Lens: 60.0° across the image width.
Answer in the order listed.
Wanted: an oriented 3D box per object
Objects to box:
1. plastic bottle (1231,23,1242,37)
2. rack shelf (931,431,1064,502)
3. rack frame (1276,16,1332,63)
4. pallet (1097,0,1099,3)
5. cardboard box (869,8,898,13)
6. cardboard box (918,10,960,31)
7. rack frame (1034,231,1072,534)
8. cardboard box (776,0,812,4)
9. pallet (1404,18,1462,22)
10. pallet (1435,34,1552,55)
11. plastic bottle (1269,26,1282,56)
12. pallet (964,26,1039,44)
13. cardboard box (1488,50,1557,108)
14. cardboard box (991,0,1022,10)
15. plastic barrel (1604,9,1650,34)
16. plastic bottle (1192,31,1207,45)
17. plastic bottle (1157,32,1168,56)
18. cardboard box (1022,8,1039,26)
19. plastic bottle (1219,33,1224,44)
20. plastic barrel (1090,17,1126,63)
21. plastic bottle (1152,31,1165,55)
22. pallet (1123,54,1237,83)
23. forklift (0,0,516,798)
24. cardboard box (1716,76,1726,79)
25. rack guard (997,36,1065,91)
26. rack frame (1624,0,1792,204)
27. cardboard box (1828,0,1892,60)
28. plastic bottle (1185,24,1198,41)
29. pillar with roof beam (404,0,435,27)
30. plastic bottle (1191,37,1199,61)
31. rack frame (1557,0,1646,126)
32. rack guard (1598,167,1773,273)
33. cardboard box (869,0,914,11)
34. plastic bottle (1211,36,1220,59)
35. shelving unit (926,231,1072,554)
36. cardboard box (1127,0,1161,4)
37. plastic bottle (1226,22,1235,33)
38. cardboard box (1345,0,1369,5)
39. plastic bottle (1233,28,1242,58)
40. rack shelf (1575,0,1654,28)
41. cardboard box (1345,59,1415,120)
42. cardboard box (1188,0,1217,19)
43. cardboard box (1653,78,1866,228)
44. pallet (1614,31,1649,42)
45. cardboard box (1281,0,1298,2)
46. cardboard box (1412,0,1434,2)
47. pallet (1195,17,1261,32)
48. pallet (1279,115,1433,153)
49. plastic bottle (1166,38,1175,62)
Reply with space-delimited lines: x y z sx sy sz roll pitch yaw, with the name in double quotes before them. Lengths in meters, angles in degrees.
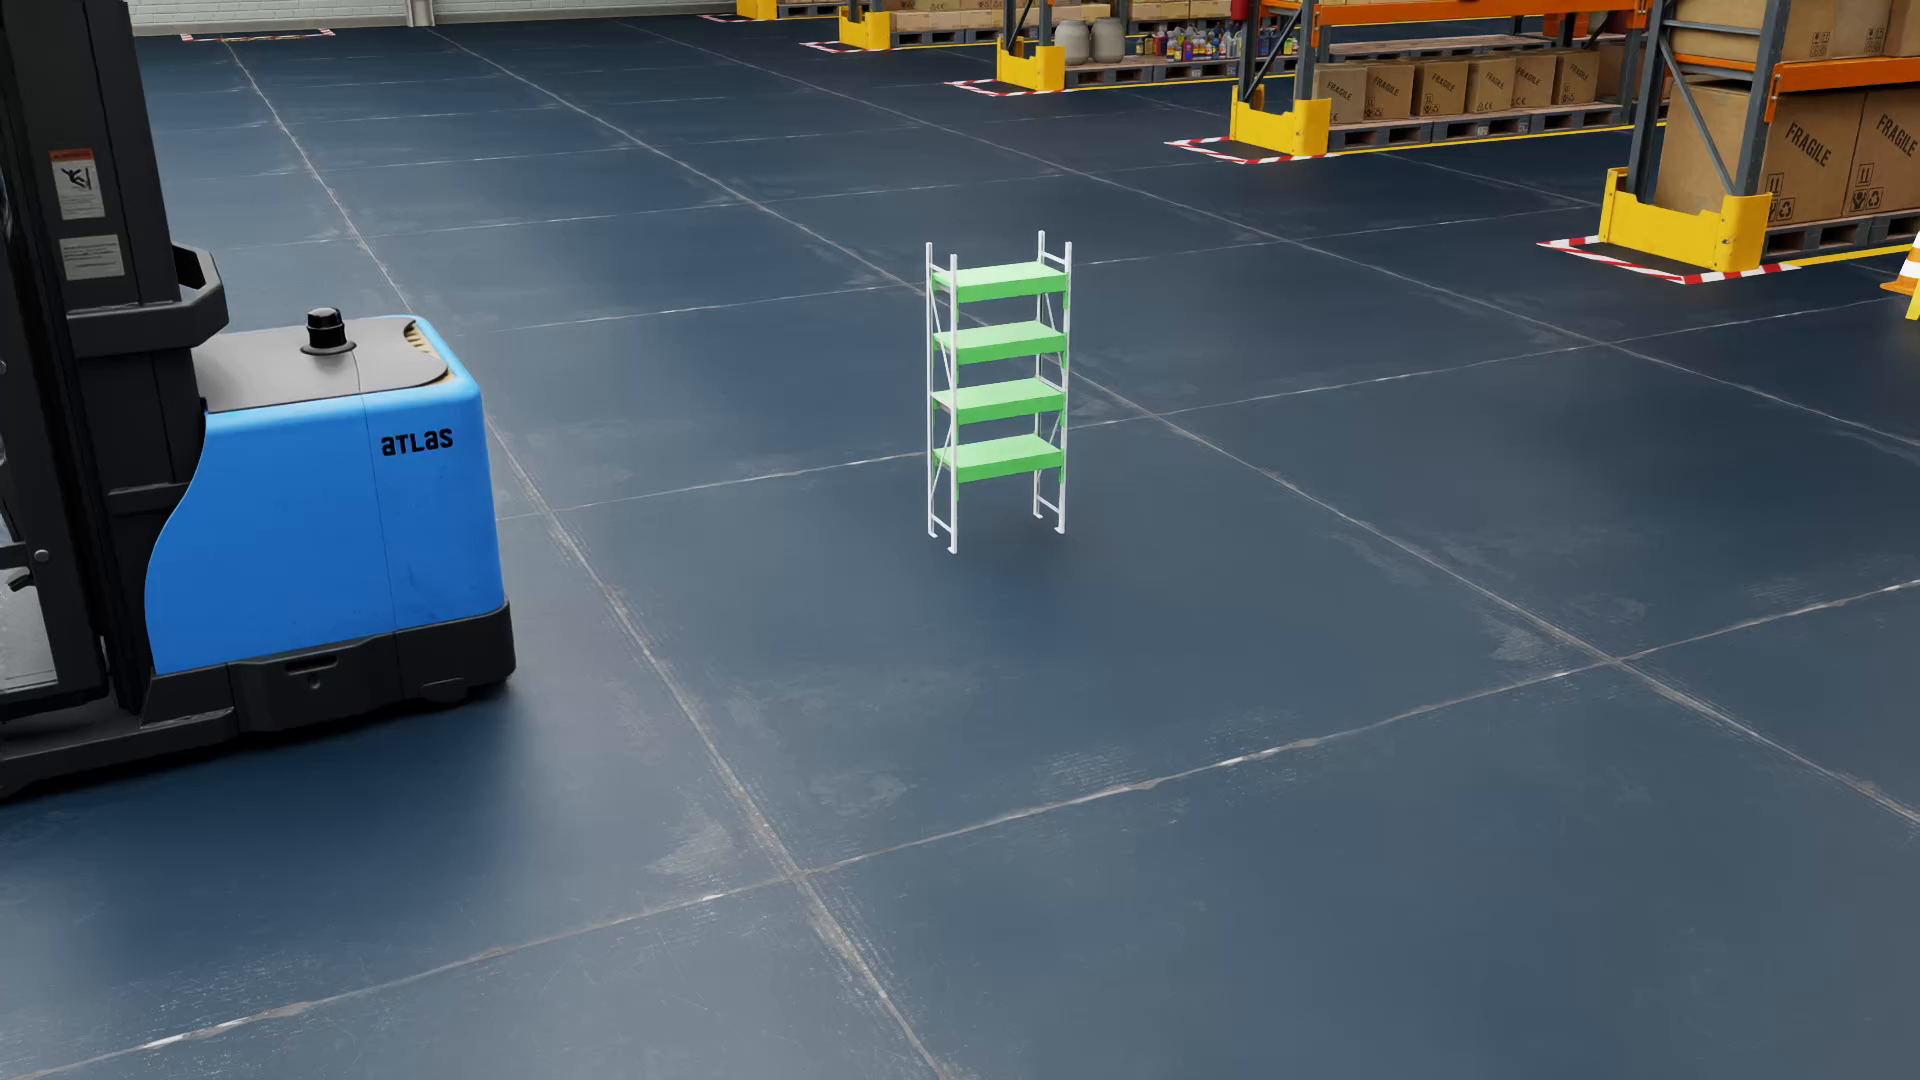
"plastic bottle" 3.550 -6.419 21.224 0.185 0.351 0.144 -10 25 -24
"rack shelf" 0.149 -0.301 6.703 0.480 0.148 0.258 -10 25 -24
"rack frame" 4.394 -7.481 20.900 0.127 3.000 1.000 -10 25 -24
"pallet" 1.899 -9.940 30.487 1.213 0.211 1.003 -10 25 -24
"cardboard box" -1.000 -7.639 24.329 0.500 0.250 0.500 -10 25 -24
"cardboard box" -0.326 -7.545 24.101 0.500 0.250 0.500 -10 25 -24
"rack frame" 0.369 -0.622 6.685 0.015 1.200 0.240 -10 25 -24
"cardboard box" -2.844 -9.276 28.177 0.500 0.311 0.500 -14 26 -30
"pallet" 7.641 -8.875 27.914 1.213 0.211 1.003 -10 25 -24
"pallet" 7.284 -6.741 22.758 1.213 0.211 1.003 -10 25 -24
"plastic bottle" 3.939 -6.254 20.824 0.185 0.351 0.144 -11 25 -25
"pallet" 0.414 -7.579 24.782 1.213 0.211 1.003 -10 25 -24
"cardboard box" 5.652 -4.663 16.811 0.500 0.500 0.500 -3 23 -7
"cardboard box" 0.578 -8.055 24.353 0.500 0.500 0.500 -10 25 -24
"plastic barrel" 9.450 -7.498 23.546 0.708 0.588 0.600 -10 25 -24
"plastic bottle" 3.021 -6.286 20.999 0.135 0.276 0.152 -10 25 -24
"plastic bottle" 2.541 -6.217 20.823 0.133 0.283 0.061 -10 25 -24
"cardboard box" 1.028 -7.792 24.698 0.500 0.250 0.500 -10 25 -24
"plastic bottle" 3.280 -6.148 20.657 0.133 0.283 0.061 -10 25 -24
"plastic barrel" 1.802 -6.080 20.221 0.421 0.512 0.421 0 22 0
"plastic bottle" 2.494 -6.250 20.913 0.135 0.276 0.152 -10 25 -23
"pallet" 2.670 -5.891 20.706 1.213 0.211 1.003 -10 25 -24
"forklift" -3.030 -0.760 4.753 3.031 2.935 1.130 -11 25 -24
"cardboard box" 8.047 -5.082 17.798 0.500 0.500 0.700 -13 26 -28
"rack guard" 0.838 -5.691 19.845 0.348 0.500 1.175 -10 25 -24
"rack frame" 4.998 -3.384 11.003 0.127 3.000 1.000 -10 25 -24
"cardboard box" 5.799 -3.629 11.400 0.550 0.550 0.875 -10 25 -24
"plastic bottle" 2.934 -6.367 21.098 0.185 0.351 0.144 -11 25 -24
"pillar with roof beam" -6.790 -10.939 21.410 0.400 9.000 9.100 -10 25 -24
"plastic bottle" 2.868 -6.010 20.339 0.097 0.271 0.097 0 22 0
"rack frame" 6.543 -5.774 16.776 0.127 3.000 1.000 -10 25 -24
"rack guard" 4.977 -2.225 11.472 0.348 0.500 1.175 -10 25 -24
"cardboard box" -1.001 -7.986 24.187 0.500 0.500 0.500 -10 25 -24
"plastic bottle" 3.141 -6.060 20.460 0.097 0.271 0.097 0 22 0
"shelving unit" 0.149 -0.582 6.587 0.503 1.200 0.258 -10 25 -24
"cardboard box" 2.730 -8.354 25.322 0.500 0.311 0.500 -10 25 -23
"plastic bottle" 3.487 -6.469 21.344 0.185 0.351 0.144 -10 24 -22
"cardboard box" 3.532 -4.994 15.221 0.250 0.149 0.380 -10 25 -24
"plastic bottle" 3.475 -6.168 20.618 0.185 0.351 0.144 -11 25 -24
"rack shelf" 8.345 -5.773 17.715 4.000 0.370 1.077 -10 25 -24
"cardboard box" 4.032 -4.358 16.075 0.500 0.500 0.500 -4 23 -10
"cardboard box" 3.647 -8.265 25.840 0.500 0.250 0.500 -11 25 -25
"cardboard box" 5.581 -2.732 11.656 0.875 0.875 0.875 -10 25 -23
"pallet" 9.789 -7.202 23.872 1.213 0.211 1.003 -10 25 -24
"cardboard box" 3.106 -5.112 15.507 0.250 0.149 0.380 -10 25 -24
"cardboard box" 4.208 -5.118 15.521 0.250 0.149 0.380 -10 25 -24
"pallet" 3.997 -8.239 26.379 1.213 0.211 1.003 -10 25 -24
"pallet" 3.754 -3.957 16.033 1.213 0.211 1.003 -10 25 -24
"plastic bottle" 2.559 -5.953 20.202 0.097 0.271 0.097 0 22 0
